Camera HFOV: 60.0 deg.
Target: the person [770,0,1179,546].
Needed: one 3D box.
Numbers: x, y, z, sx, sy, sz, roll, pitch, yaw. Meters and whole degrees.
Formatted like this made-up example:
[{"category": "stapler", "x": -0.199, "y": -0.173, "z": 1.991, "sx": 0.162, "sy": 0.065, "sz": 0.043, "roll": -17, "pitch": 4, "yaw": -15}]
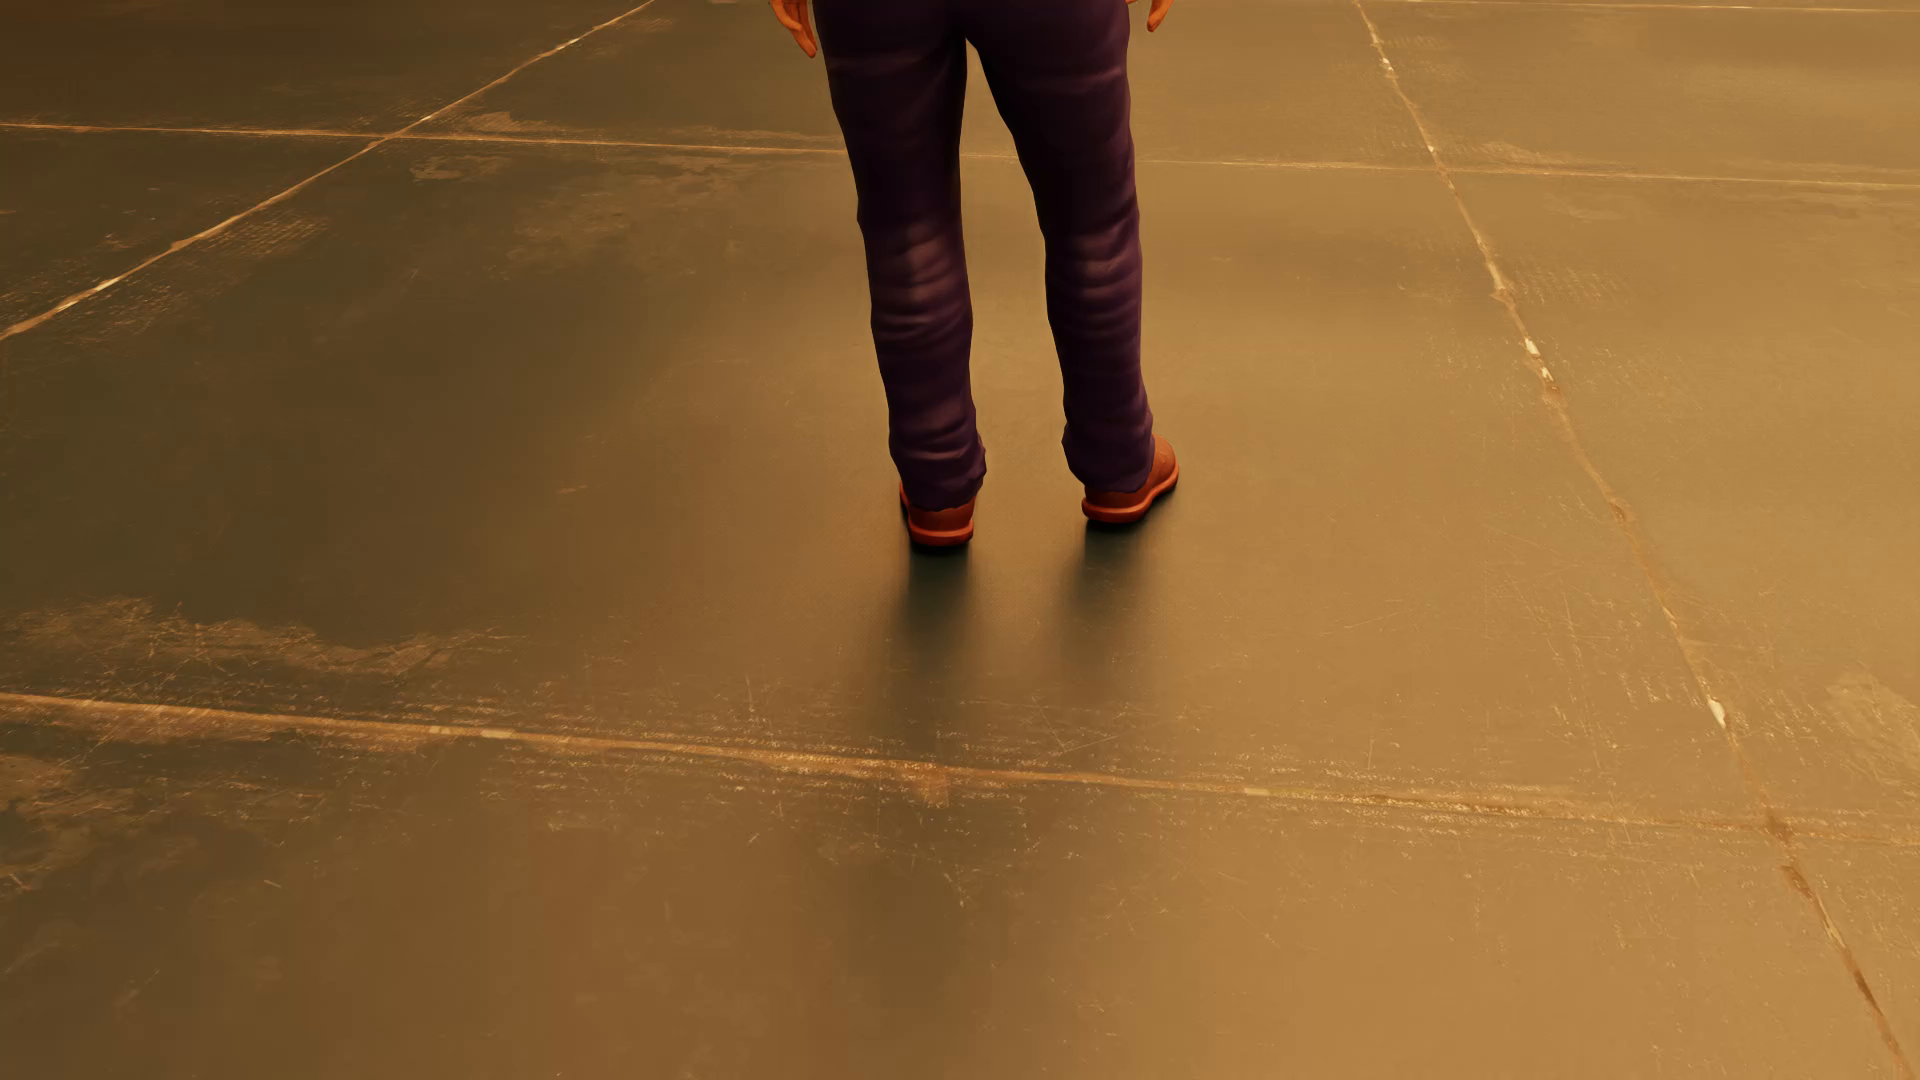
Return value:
[{"category": "person", "x": 0.035, "y": -0.782, "z": 2.206, "sx": 0.598, "sy": 1.651, "sz": 0.502, "roll": 3, "pitch": 27, "yaw": 7}]
